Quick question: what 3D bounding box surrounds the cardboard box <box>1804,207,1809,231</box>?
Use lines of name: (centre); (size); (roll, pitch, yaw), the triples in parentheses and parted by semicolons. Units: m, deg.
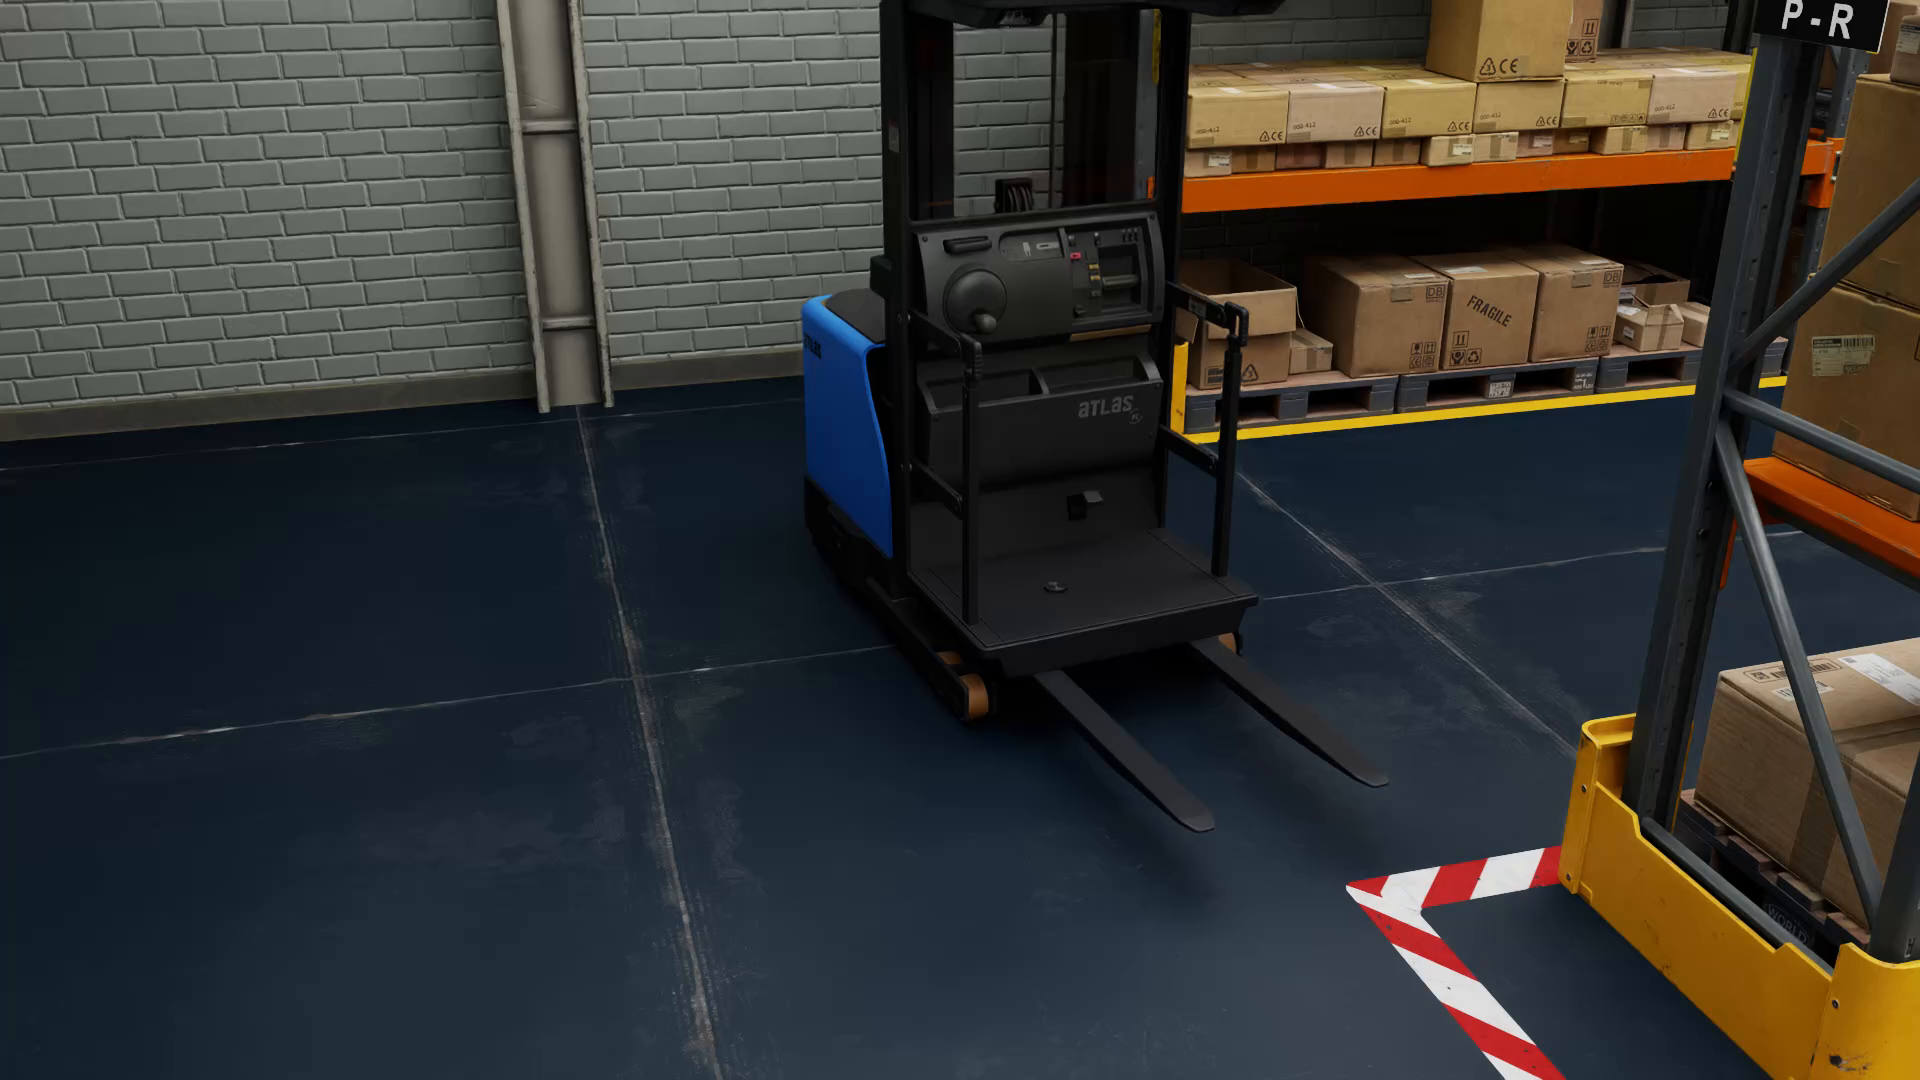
cardboard box: (5.023, -1.783, 9.416); (0.250, 0.149, 0.380); (-5, 24, -12)

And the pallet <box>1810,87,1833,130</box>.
pallet: (5.405, -2.459, 9.419); (1.213, 0.211, 1.003); (-6, 24, -14)

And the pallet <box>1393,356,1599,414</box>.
pallet: (2.768, -1.017, 9.354); (1.213, 0.211, 1.003); (-6, 24, -14)

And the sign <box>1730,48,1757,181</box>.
sign: (1.966, -1.041, 4.104); (0.005, 0.325, 0.100); (-6, 24, -14)

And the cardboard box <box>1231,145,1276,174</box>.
cardboard box: (1.378, -1.937, 8.279); (0.250, 0.149, 0.380); (-6, 24, -13)

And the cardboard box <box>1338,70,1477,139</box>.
cardboard box: (2.237, -2.200, 8.386); (0.500, 0.250, 0.500); (-7, 24, -15)

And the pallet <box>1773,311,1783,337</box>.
pallet: (5.379, -1.323, 10.065); (1.213, 0.211, 1.003); (-6, 24, -14)

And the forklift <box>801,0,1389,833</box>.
forklift: (0.381, -0.909, 5.651); (1.130, 2.935, 3.031); (-10, 25, -21)

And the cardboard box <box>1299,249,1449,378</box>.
cardboard box: (2.203, -1.227, 8.943); (0.500, 0.500, 0.700); (-5, 24, -12)

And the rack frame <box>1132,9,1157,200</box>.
rack frame: (0.755, -2.077, 8.287); (0.127, 3.000, 1.000); (-6, 24, -14)

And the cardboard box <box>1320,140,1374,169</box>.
cardboard box: (1.881, -1.982, 8.384); (0.250, 0.149, 0.380); (-6, 24, -13)

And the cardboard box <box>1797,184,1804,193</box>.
cardboard box: (5.134, -2.024, 9.979); (0.250, 0.149, 0.380); (-6, 24, -14)

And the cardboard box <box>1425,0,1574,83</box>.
cardboard box: (2.708, -2.595, 8.357); (0.500, 0.500, 0.500); (-6, 24, -13)

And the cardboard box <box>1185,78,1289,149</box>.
cardboard box: (1.264, -2.091, 8.132); (0.500, 0.250, 0.500); (-6, 24, -14)

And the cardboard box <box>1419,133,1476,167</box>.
cardboard box: (2.399, -2.011, 8.451); (0.250, 0.149, 0.380); (-7, 24, -16)

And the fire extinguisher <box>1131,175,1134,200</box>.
fire extinguisher: (0.738, -1.679, 7.930); (0.183, 0.674, 0.296); (-6, 24, -14)

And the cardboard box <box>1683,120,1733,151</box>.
cardboard box: (3.879, -2.185, 8.857); (0.250, 0.149, 0.380); (-6, 24, -13)

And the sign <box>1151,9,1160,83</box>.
sign: (0.901, -2.269, 7.636); (0.005, 0.325, 0.100); (-6, 24, -14)

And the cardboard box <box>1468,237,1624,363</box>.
cardboard box: (3.202, -1.337, 9.200); (0.500, 0.500, 0.700); (-7, 24, -16)

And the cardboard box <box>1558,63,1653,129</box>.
cardboard box: (3.219, -2.317, 8.659); (0.500, 0.250, 0.500); (-6, 24, -15)

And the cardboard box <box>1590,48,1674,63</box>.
cardboard box: (3.575, -2.565, 9.236); (0.500, 0.250, 0.500); (-7, 24, -15)

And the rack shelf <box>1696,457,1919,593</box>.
rack shelf: (4.025, -0.075, 4.534); (4.000, 0.370, 1.077); (-6, 24, -14)

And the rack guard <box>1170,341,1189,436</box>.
rack guard: (0.828, -0.937, 8.799); (0.348, 0.500, 1.175); (-6, 24, -14)

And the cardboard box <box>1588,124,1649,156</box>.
cardboard box: (3.380, -2.130, 8.728); (0.250, 0.149, 0.380); (-7, 24, -15)

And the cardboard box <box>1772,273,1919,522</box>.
cardboard box: (2.492, -0.391, 4.230); (0.500, 0.500, 0.500); (-6, 24, -14)

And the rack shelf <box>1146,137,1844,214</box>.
rack shelf: (2.680, -1.960, 8.925); (4.000, 0.370, 1.077); (-6, 24, -14)

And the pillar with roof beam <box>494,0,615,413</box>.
pillar with roof beam: (-0.922, -3.255, 3.423); (0.400, 9.000, 9.100); (-6, 24, -14)

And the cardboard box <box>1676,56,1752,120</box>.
cardboard box: (4.182, -2.424, 8.909); (0.500, 0.250, 0.500); (-6, 24, -13)

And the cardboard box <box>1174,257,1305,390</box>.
cardboard box: (1.369, -1.152, 8.764); (0.637, 0.503, 0.797); (-7, 24, -16)

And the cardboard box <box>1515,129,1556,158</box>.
cardboard box: (2.877, -2.100, 8.659); (0.250, 0.149, 0.380); (-6, 24, -14)

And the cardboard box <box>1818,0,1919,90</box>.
cardboard box: (5.132, -2.709, 9.099); (0.500, 0.500, 0.700); (-6, 24, -13)

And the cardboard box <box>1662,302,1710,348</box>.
cardboard box: (4.149, -1.215, 9.361); (0.250, 0.149, 0.380); (-7, 24, -16)

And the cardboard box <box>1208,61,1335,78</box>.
cardboard box: (1.623, -2.349, 8.734); (0.500, 0.250, 0.500); (-6, 24, -14)

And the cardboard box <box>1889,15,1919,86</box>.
cardboard box: (2.391, -1.111, 3.817); (0.250, 0.149, 0.380); (-6, 24, -14)

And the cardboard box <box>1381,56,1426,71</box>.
cardboard box: (2.604, -2.456, 8.982); (0.500, 0.250, 0.500); (-6, 24, -14)

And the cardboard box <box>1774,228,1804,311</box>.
cardboard box: (5.133, -1.514, 9.611); (0.500, 0.500, 0.500); (-5, 24, -12)
